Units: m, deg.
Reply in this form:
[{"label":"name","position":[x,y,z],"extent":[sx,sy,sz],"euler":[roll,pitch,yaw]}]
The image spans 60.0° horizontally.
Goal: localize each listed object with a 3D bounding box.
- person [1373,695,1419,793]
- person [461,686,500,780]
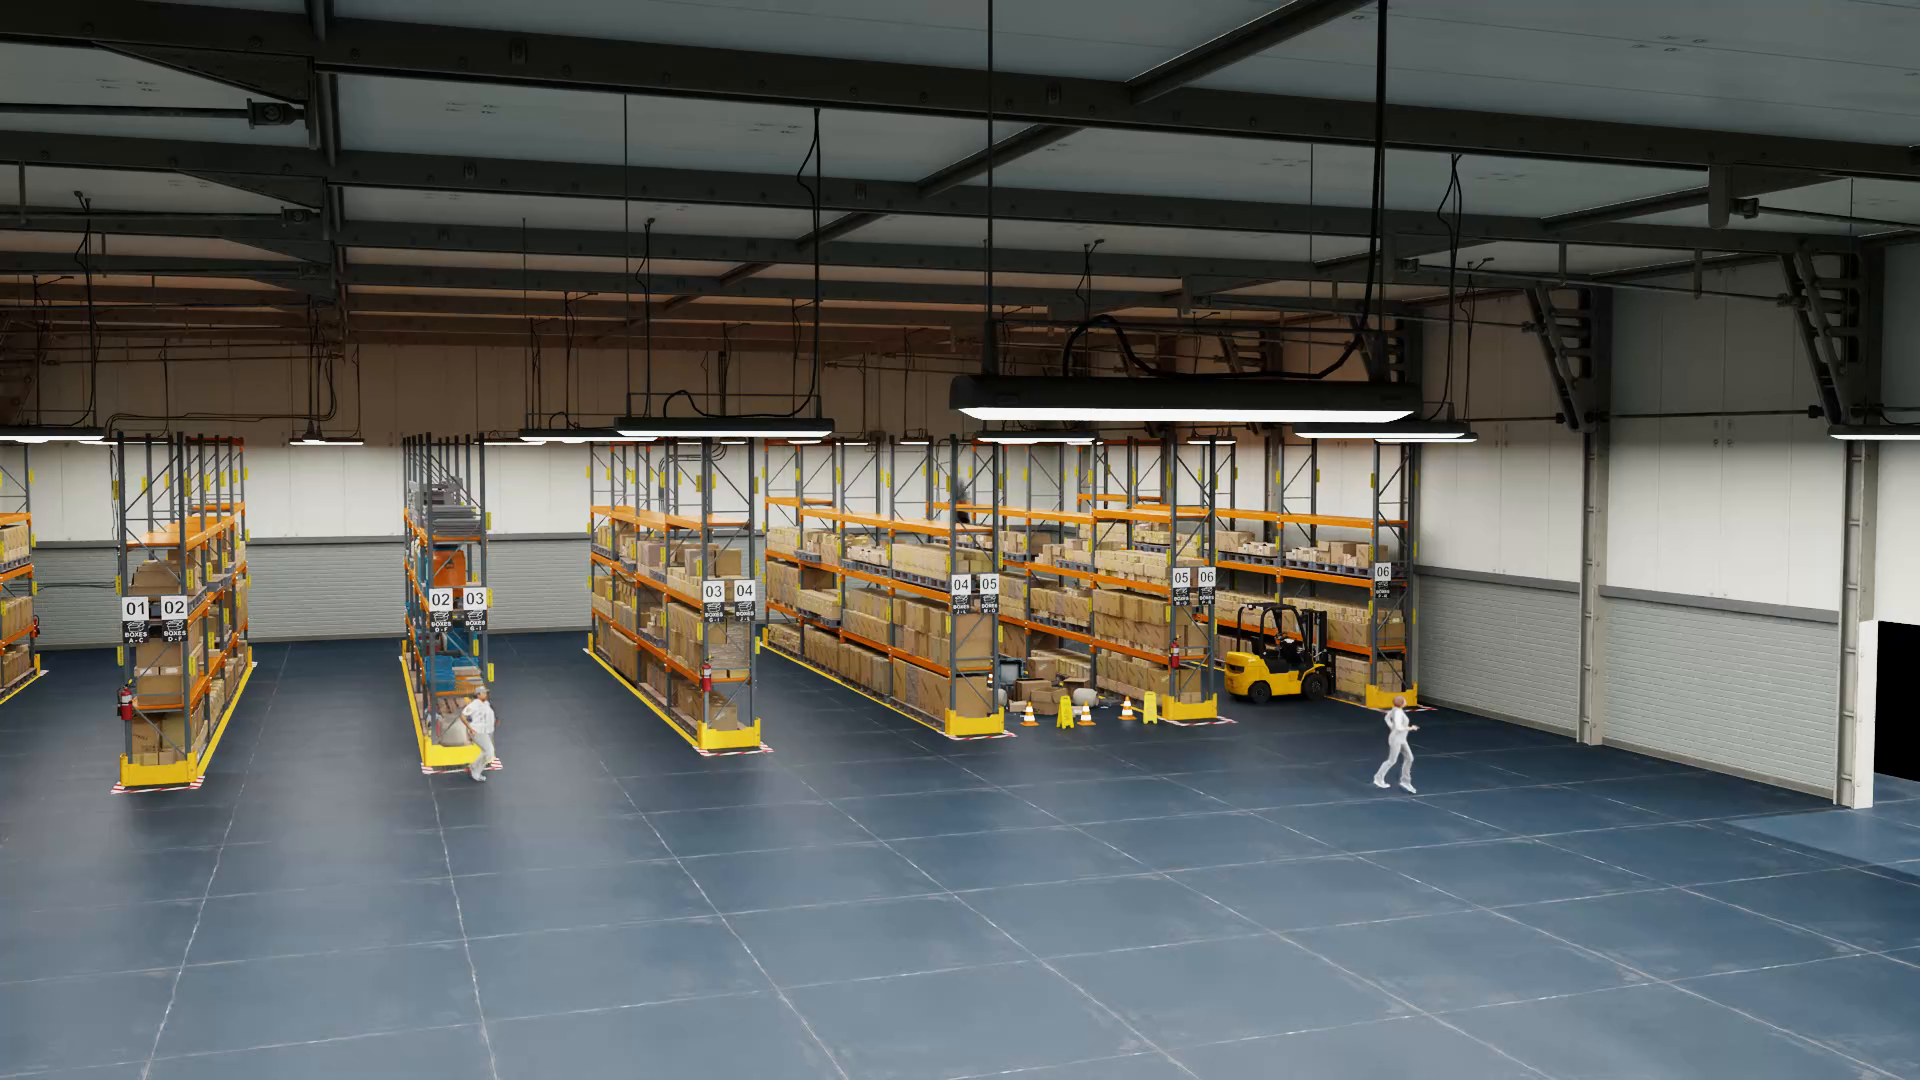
[{"label":"person","position":[7.254,3.384,27.636],"extent":[0.729,1.637,0.525],"euler":[1,3,23]},{"label":"person","position":[-8.161,3.317,28.508],"extent":[0.596,1.627,0.595],"euler":[1,3,16]}]
